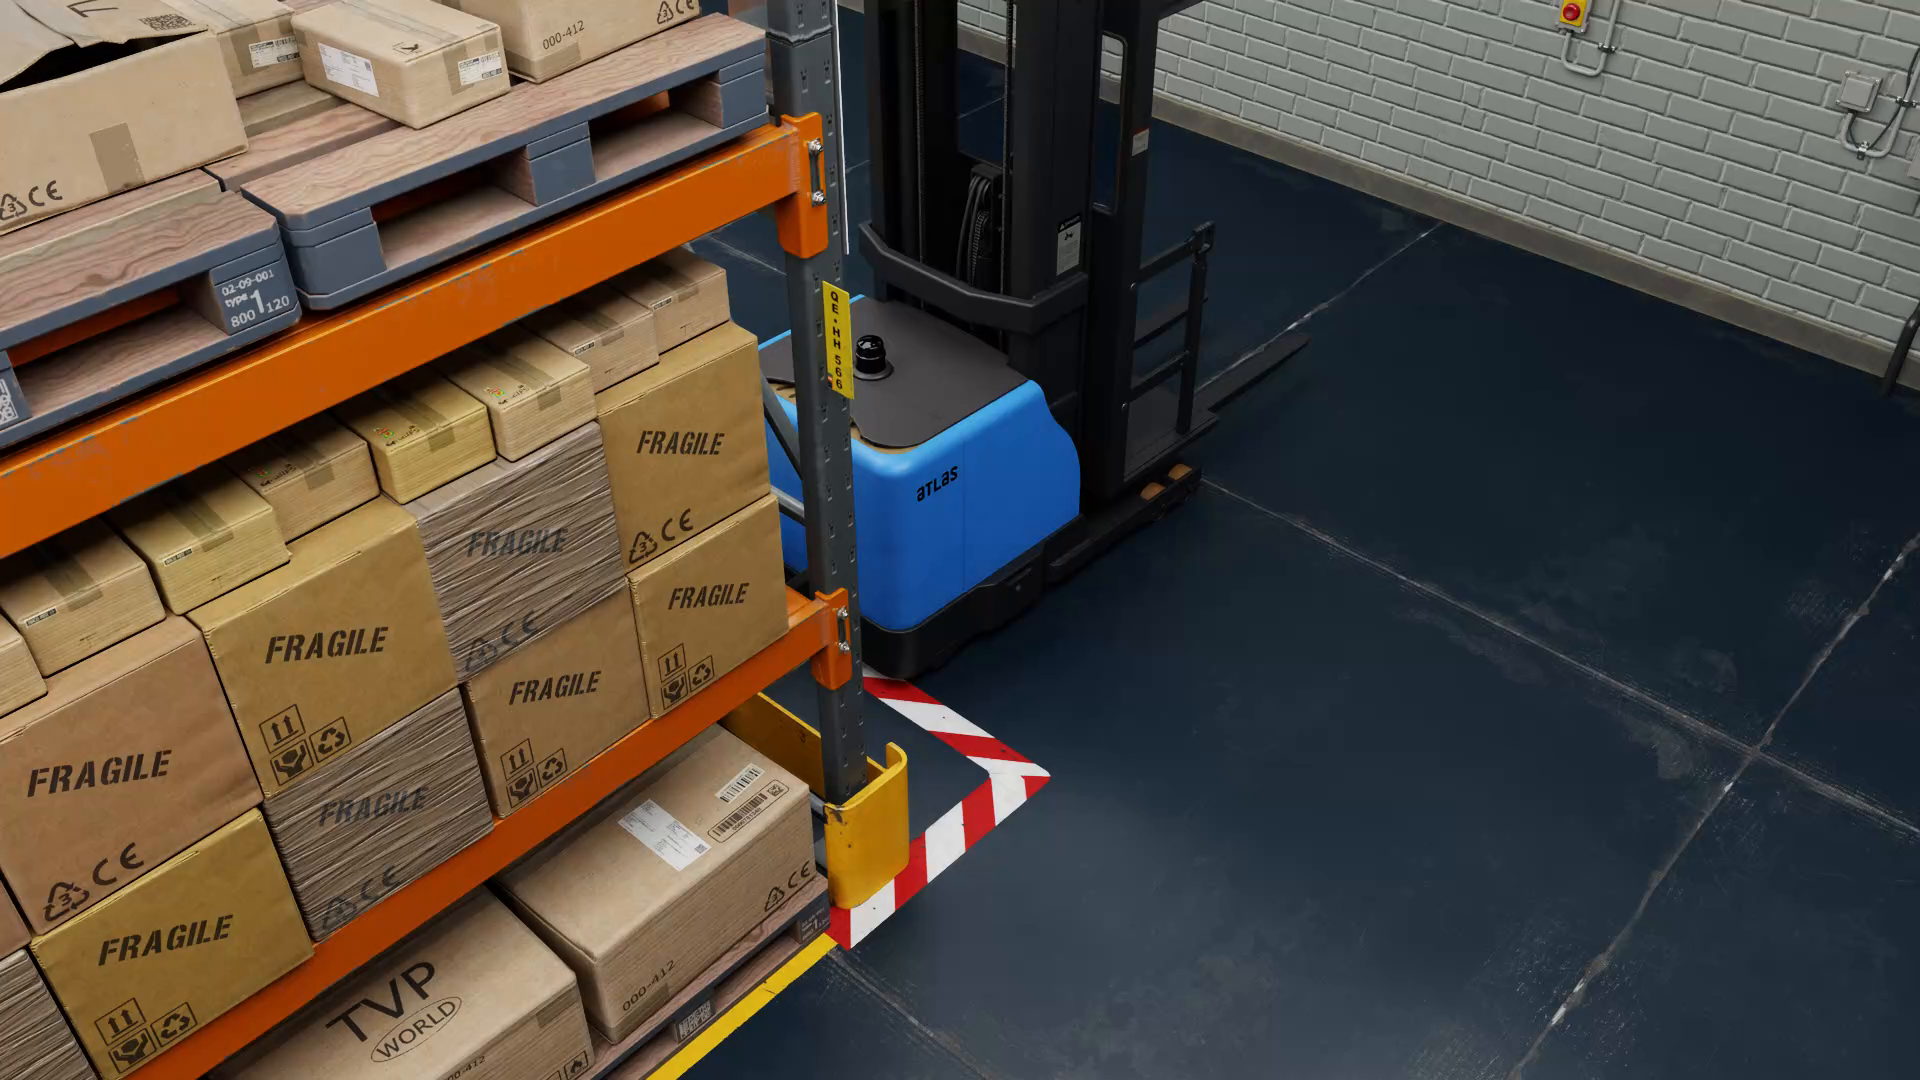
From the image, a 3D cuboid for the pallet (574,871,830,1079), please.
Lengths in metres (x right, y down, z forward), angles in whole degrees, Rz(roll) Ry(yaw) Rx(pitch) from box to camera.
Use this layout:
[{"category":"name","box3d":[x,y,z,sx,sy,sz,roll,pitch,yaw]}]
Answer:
[{"category":"pallet","box3d":[-1.195,1.280,5.471,1.003,0.211,1.213,30,47,32]}]

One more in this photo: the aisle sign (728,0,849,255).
[{"category":"aisle sign","box3d":[-0.436,-1.132,4.175,0.394,0.787,0.004,30,47,32]}]

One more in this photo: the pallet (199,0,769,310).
[{"category":"pallet","box3d":[-1.206,-1.006,3.766,1.003,0.211,1.213,30,47,32]}]

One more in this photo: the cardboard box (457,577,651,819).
[{"category":"cardboard box","box3d":[-1.193,0.306,4.374,0.500,0.500,0.500,29,47,31]}]

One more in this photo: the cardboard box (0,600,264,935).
[{"category":"cardboard box","box3d":[-1.870,0.388,3.468,0.500,0.500,0.500,29,47,32]}]

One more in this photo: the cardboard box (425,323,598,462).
[{"category":"cardboard box","box3d":[-1.073,-0.366,3.896,0.380,0.149,0.250,29,47,31]}]

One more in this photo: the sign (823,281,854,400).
[{"category":"sign","box3d":[-0.322,-0.523,4.377,0.100,0.325,0.005,30,47,32]}]

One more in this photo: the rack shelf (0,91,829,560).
[{"category":"rack shelf","box3d":[-2.062,-0.185,3.241,1.077,0.370,4.000,30,47,32]}]

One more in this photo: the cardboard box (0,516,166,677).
[{"category":"cardboard box","box3d":[-1.819,0.075,3.341,0.380,0.149,0.250,31,48,33]}]

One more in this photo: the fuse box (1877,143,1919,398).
[{"category":"fuse box","box3d":[4.526,-1.359,7.584,0.539,1.711,0.414,30,47,32]}]

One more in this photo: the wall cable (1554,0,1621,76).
[{"category":"wall cable","box3d":[3.074,-3.222,8.050,0.585,1.953,0.123,30,47,32]}]

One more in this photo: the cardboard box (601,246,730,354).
[{"category":"cardboard box","box3d":[-0.808,-0.647,4.249,0.380,0.149,0.250,30,47,32]}]

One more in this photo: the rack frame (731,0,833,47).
[{"category":"rack frame","box3d":[-0.713,-2.560,3.239,1.000,3.000,0.127,30,47,32]}]

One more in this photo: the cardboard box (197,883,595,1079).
[{"category":"cardboard box","box3d":[-1.696,1.396,4.806,0.875,0.438,0.875,31,48,33]}]

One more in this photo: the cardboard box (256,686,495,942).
[{"category":"cardboard box","box3d":[-1.533,0.547,4.072,0.500,0.500,0.500,31,48,33]}]

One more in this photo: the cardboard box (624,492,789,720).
[{"category":"cardboard box","box3d":[-0.843,0.082,4.657,0.500,0.500,0.500,30,47,32]}]

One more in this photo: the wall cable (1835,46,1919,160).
[{"category":"wall cable","box3d":[4.128,-2.619,7.318,0.588,1.984,0.122,30,47,32]}]

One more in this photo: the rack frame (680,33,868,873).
[{"category":"rack frame","box3d":[-0.713,-0.212,5.106,1.000,3.000,0.127,30,47,32]}]

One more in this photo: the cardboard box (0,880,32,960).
[{"category":"cardboard box","box3d":[-2.212,0.618,3.179,0.500,0.500,0.500,31,48,33]}]

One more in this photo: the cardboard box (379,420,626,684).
[{"category":"cardboard box","box3d":[-1.194,-0.068,4.042,0.500,0.500,0.500,30,47,32]}]

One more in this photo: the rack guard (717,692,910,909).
[{"category":"rack guard","box3d":[-0.697,0.756,5.898,1.175,0.500,0.348,30,47,32]}]

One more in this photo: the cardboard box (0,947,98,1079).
[{"category":"cardboard box","box3d":[-2.219,1.026,3.469,0.500,0.500,0.500,30,47,32]}]

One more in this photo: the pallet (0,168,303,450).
[{"category":"pallet","box3d":[-2.029,-0.443,3.058,1.003,0.211,1.213,30,47,32]}]

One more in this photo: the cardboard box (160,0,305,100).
[{"category":"cardboard box","box3d":[-1.617,-1.088,3.582,0.380,0.149,0.250,31,48,33]}]

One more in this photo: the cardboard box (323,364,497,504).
[{"category":"cardboard box","box3d":[-1.273,-0.268,3.772,0.380,0.149,0.250,31,48,33]}]

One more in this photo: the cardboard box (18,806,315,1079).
[{"category":"cardboard box","box3d":[-1.872,0.789,3.767,0.500,0.500,0.500,31,48,33]}]

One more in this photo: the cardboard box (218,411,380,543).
[{"category":"cardboard box","box3d":[-1.502,-0.178,3.658,0.380,0.149,0.250,29,47,32]}]

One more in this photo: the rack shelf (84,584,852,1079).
[{"category":"rack shelf","box3d":[-2.062,0.989,4.174,1.077,0.370,4.000,30,47,32]}]

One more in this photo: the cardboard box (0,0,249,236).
[{"category":"cardboard box","box3d":[-1.760,-0.888,3.200,0.500,0.311,0.500,31,48,33]}]

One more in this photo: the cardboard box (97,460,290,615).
[{"category":"cardboard box","box3d":[-1.628,-0.038,3.483,0.380,0.149,0.250,31,48,33]}]

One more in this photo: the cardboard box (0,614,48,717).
[{"category":"cardboard box","box3d":[-1.966,0.214,3.166,0.380,0.149,0.250,30,47,32]}]

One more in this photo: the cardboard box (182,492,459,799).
[{"category":"cardboard box","box3d":[-1.530,0.158,3.758,0.500,0.500,0.500,29,47,32]}]

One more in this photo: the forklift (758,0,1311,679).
[{"category":"forklift","box3d":[0.434,-1.431,6.694,1.130,2.935,3.031,31,48,33]}]

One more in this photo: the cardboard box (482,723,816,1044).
[{"category":"cardboard box","box3d":[-1.085,0.972,5.339,0.875,0.438,0.875,28,46,31]}]

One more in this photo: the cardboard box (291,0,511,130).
[{"category":"cardboard box","box3d":[-1.174,-1.020,3.497,0.380,0.149,0.250,26,45,29]}]

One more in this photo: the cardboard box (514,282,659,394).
[{"category":"cardboard box","box3d":[-0.961,-0.520,4.089,0.380,0.149,0.250,31,48,33]}]

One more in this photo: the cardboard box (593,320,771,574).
[{"category":"cardboard box","box3d":[-0.863,-0.321,4.360,0.500,0.500,0.500,31,48,33]}]

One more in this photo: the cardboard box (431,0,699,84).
[{"category":"cardboard box","box3d":[-0.950,-1.286,3.750,0.500,0.250,0.500,25,45,28]}]
